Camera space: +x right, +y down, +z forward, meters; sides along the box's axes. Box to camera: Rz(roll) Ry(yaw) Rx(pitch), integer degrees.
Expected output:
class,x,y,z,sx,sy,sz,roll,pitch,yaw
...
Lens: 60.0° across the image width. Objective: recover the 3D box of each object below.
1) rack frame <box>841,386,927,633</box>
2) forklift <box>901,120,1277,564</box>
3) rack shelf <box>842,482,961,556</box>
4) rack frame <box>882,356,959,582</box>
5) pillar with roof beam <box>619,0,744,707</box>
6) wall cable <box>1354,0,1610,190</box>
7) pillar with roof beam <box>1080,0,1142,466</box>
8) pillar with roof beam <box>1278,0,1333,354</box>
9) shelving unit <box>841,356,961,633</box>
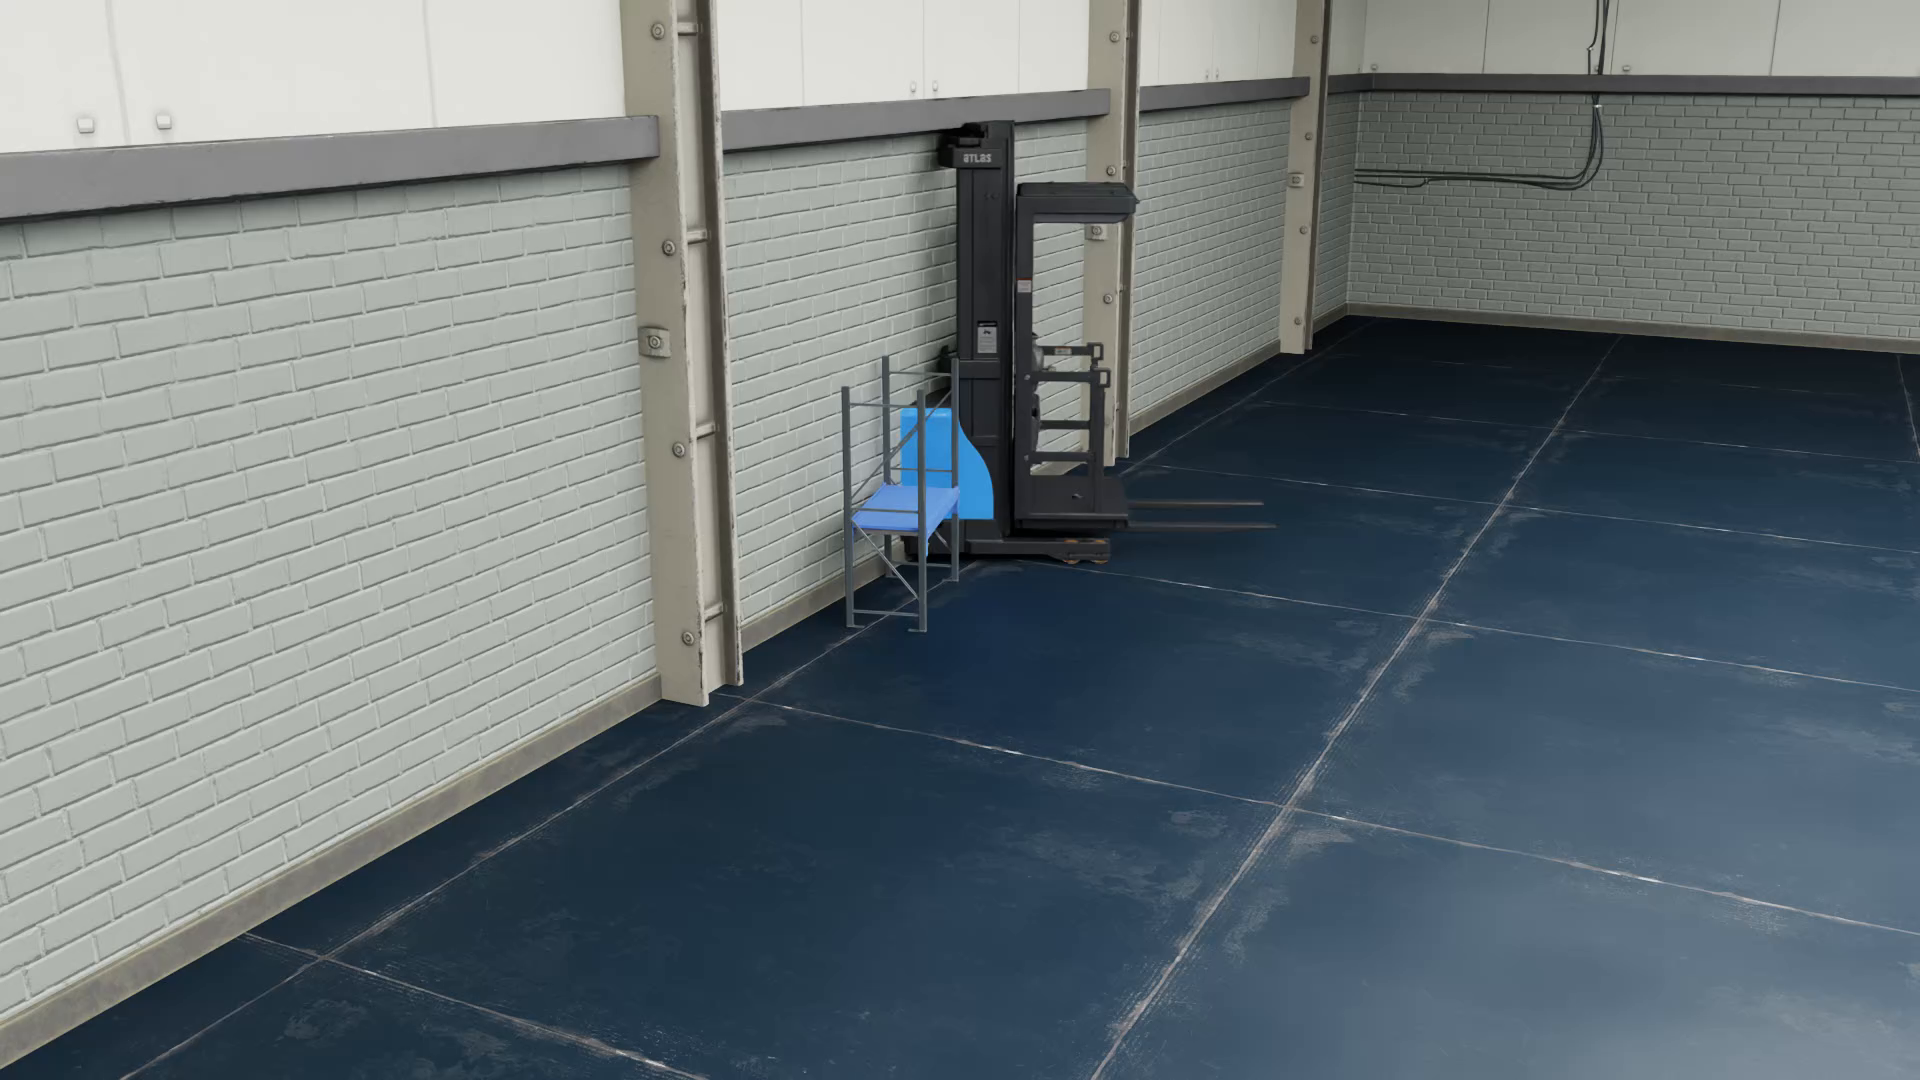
class,x,y,z,sx,sy,sz,roll,pitch,yaw
rack frame,-0.451,-0.173,9.972,0.500,1.500,0.032,3,17,11
forklift,0.698,-1.391,11.560,3.031,2.935,1.130,1,17,2
rack shelf,-0.354,-0.142,10.501,0.538,0.185,1.000,3,17,11
rack frame,-0.257,-0.457,10.928,0.500,1.500,0.032,3,17,11
pillar with roof beam,2.415,-2.934,6.097,9.100,9.000,0.400,8,18,25
wall cable,6.425,-5.632,20.634,3.097,2.526,0.112,8,18,25
pillar with roof beam,5.096,-4.462,11.243,9.100,9.000,0.400,8,18,25
pillar with roof beam,7.777,-5.990,16.388,9.100,9.000,0.400,8,18,25
shelving unit,-0.354,-0.315,10.450,0.538,1.500,1.048,3,17,11
